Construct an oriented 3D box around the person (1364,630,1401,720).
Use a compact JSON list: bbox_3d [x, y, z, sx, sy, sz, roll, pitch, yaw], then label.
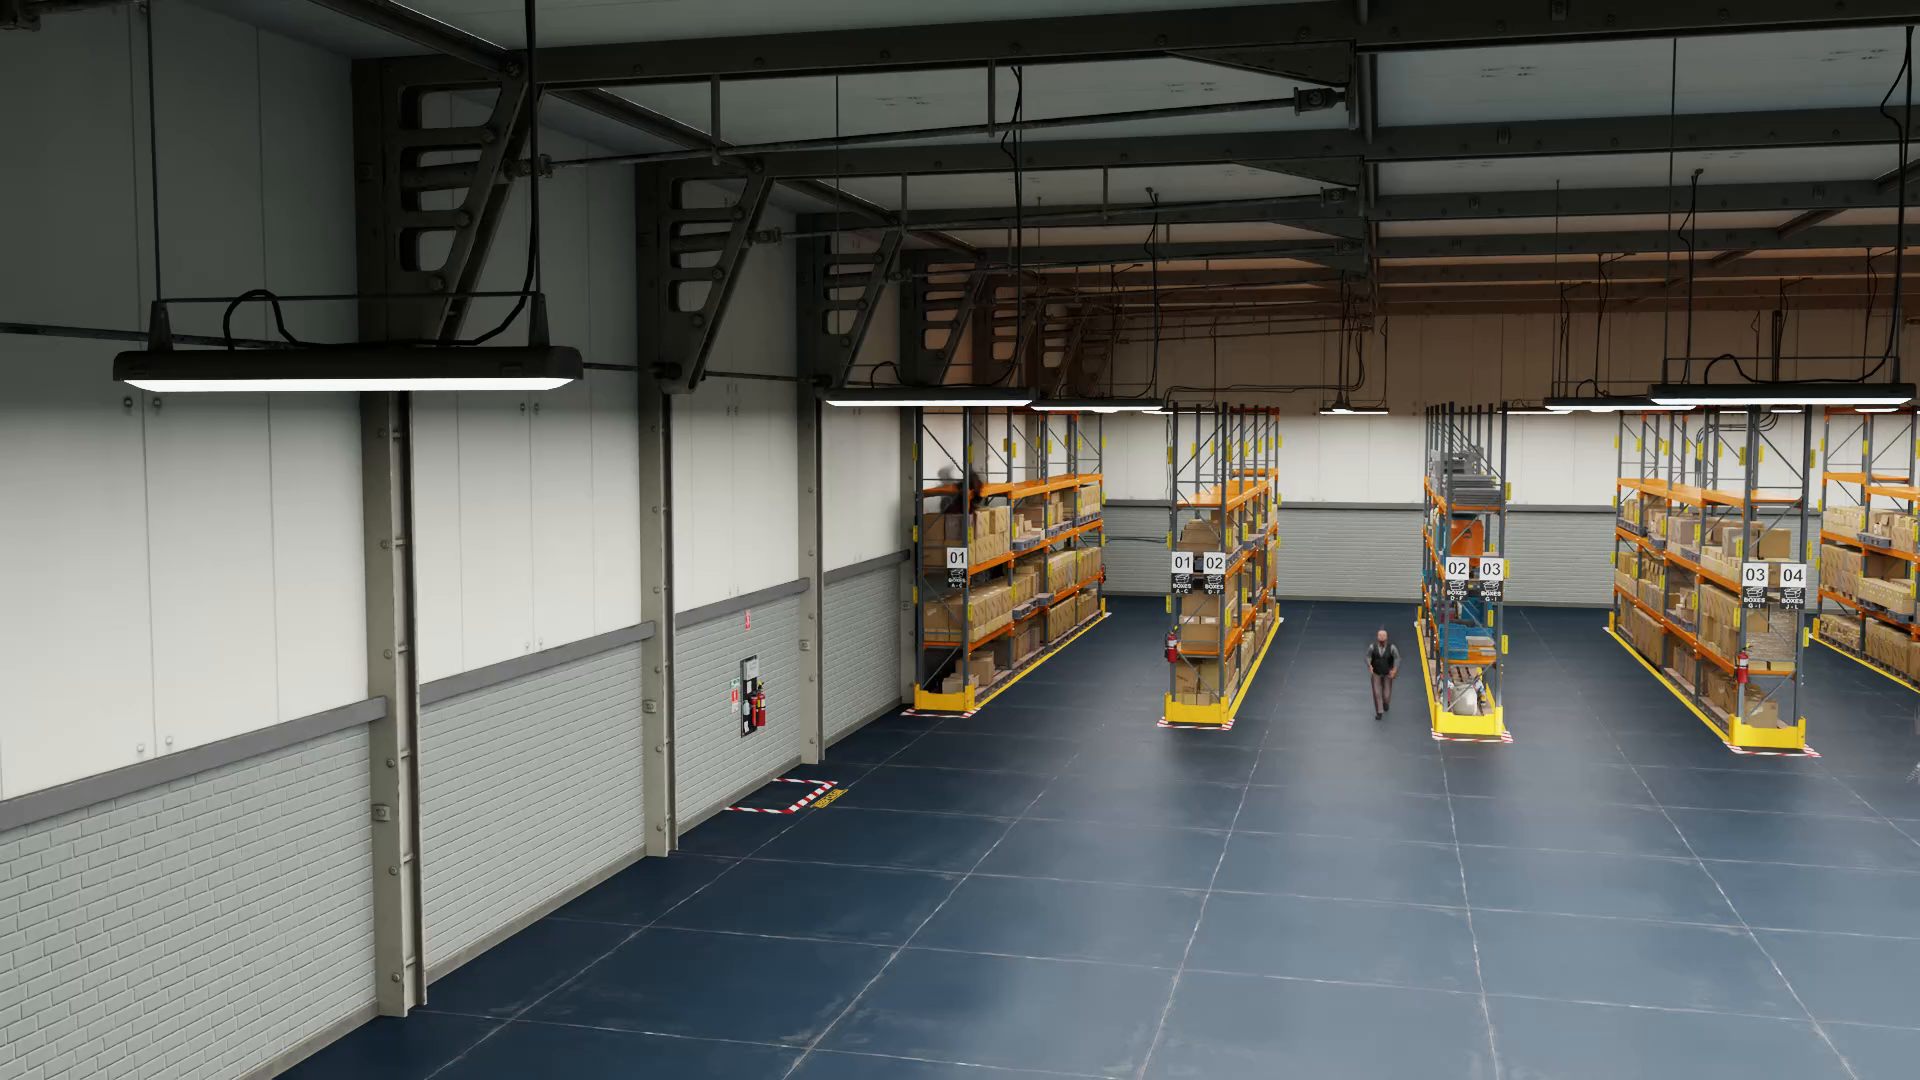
[{"bbox_3d":[8.039,2.550,31.651,0.683,1.682,0.621,1,4,17],"label":"person"}]
